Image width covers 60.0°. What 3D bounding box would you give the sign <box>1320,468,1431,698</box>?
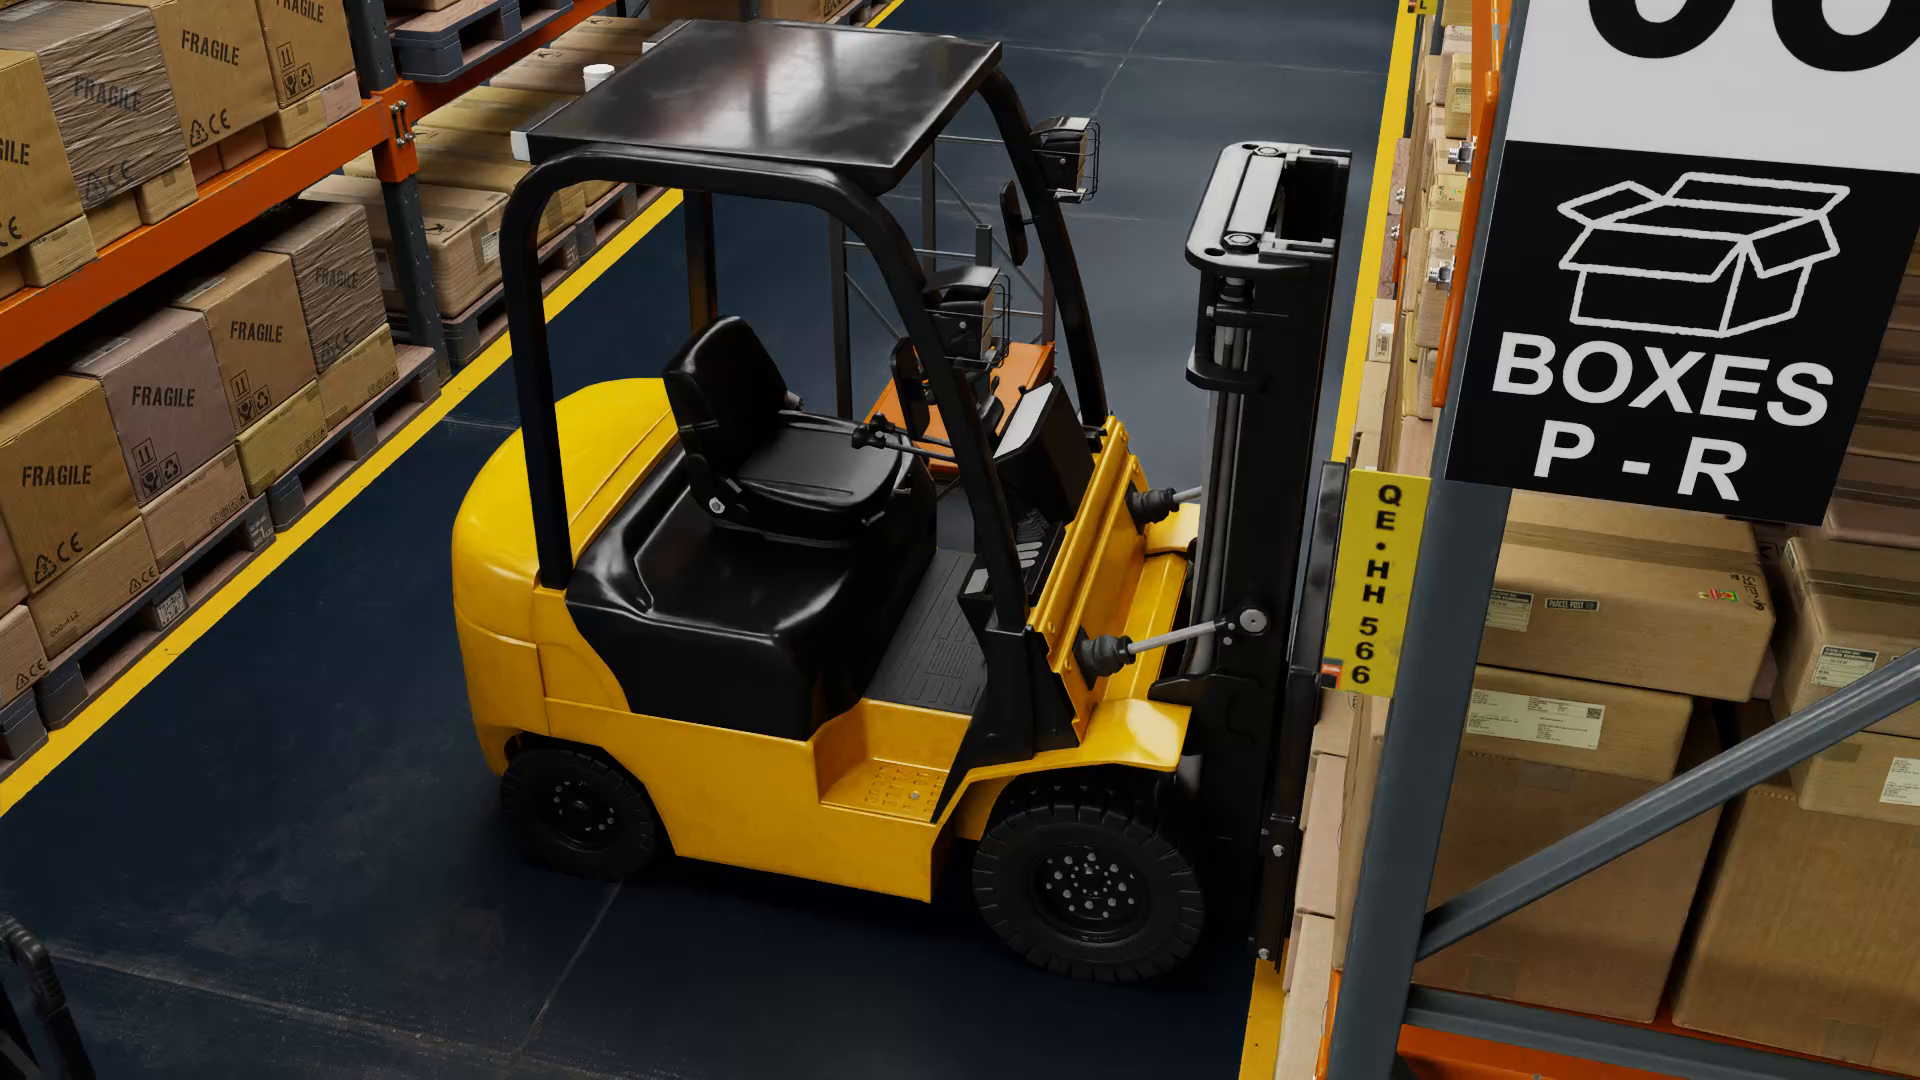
[{"bbox_3d":[0.515,0.059,2.061,0.100,0.325,0.005,8,33,12],"label":"sign"}]

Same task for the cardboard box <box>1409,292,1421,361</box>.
[{"bbox_3d":[1.155,-0.474,3.502,0.380,0.149,0.250,8,33,13],"label":"cardboard box"}]

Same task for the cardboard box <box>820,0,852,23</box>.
[{"bbox_3d":[-1.250,-4.186,11.628,0.875,0.875,0.875,8,33,13],"label":"cardboard box"}]

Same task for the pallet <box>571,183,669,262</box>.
[{"bbox_3d":[-2.247,-1.883,9.015,1.003,0.211,1.213,8,33,12],"label":"pallet"}]

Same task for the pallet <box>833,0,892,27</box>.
[{"bbox_3d":[-1.151,-3.949,12.266,1.003,0.211,1.213,8,33,12],"label":"pallet"}]

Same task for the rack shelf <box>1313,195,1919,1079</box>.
[{"bbox_3d":[1.544,-0.005,4.133,1.077,0.370,4.000,8,33,12],"label":"rack shelf"}]

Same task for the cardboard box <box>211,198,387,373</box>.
[{"bbox_3d":[-2.642,-1.010,6.516,0.500,0.500,0.500,8,33,12],"label":"cardboard box"}]

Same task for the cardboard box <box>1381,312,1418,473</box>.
[{"bbox_3d":[1.177,-0.138,3.578,0.500,0.500,0.500,7,33,11],"label":"cardboard box"}]

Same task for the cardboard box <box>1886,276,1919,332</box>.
[{"bbox_3d":[1.600,-0.394,3.099,0.380,0.149,0.250,9,34,14],"label":"cardboard box"}]

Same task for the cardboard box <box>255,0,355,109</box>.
[{"bbox_3d":[-2.623,-1.924,6.110,0.500,0.500,0.500,7,33,11],"label":"cardboard box"}]

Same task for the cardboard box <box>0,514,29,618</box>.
[{"bbox_3d":[-3.160,0.057,4.838,0.500,0.500,0.500,7,33,11],"label":"cardboard box"}]

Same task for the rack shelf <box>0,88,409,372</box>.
[{"bbox_3d":[-3.259,-0.679,5.193,1.077,0.370,4.000,8,33,12],"label":"rack shelf"}]

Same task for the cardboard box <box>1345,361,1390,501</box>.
[{"bbox_3d":[1.485,-0.313,5.186,0.500,0.250,0.500,8,33,12],"label":"cardboard box"}]

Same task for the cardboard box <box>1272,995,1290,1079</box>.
[{"bbox_3d":[0.857,1.206,3.263,0.500,0.250,0.500,8,33,12],"label":"cardboard box"}]

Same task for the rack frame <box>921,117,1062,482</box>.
[{"bbox_3d":[0.107,-0.852,6.193,0.500,1.500,0.032,8,33,12],"label":"rack frame"}]

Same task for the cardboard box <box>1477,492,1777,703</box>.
[{"bbox_3d":[0.923,0.073,2.364,0.380,0.149,0.250,8,33,12],"label":"cardboard box"}]

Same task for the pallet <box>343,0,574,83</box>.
[{"bbox_3d":[-2.416,-2.316,7.277,1.003,0.211,1.213,8,33,12],"label":"pallet"}]

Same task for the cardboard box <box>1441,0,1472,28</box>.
[{"bbox_3d":[1.683,-1.663,5.095,0.380,0.149,0.250,9,33,13],"label":"cardboard box"}]

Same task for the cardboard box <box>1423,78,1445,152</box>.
[{"bbox_3d":[1.478,-1.142,4.552,0.380,0.149,0.250,9,33,13],"label":"cardboard box"}]

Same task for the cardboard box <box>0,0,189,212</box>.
[{"bbox_3d":[-2.874,-1.386,5.264,0.500,0.500,0.500,9,34,14],"label":"cardboard box"}]

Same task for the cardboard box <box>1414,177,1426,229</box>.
[{"bbox_3d":[1.442,-0.659,4.397,0.500,0.500,0.500,8,33,12],"label":"cardboard box"}]

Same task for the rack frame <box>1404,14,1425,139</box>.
[{"bbox_3d":[3.066,-3.422,8.838,1.000,3.000,0.127,8,33,12],"label":"rack frame"}]

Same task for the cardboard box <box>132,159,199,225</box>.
[{"bbox_3d":[-2.792,-1.179,5.542,0.380,0.149,0.250,8,33,12],"label":"cardboard box"}]

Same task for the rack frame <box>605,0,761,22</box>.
[{"bbox_3d":[-1.736,-4.096,9.898,1.000,3.000,0.127,8,33,12],"label":"rack frame"}]

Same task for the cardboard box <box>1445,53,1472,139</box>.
[{"bbox_3d":[1.444,-1.124,4.246,0.380,0.149,0.250,8,33,12],"label":"cardboard box"}]

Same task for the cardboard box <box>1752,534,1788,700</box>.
[{"bbox_3d":[1.374,0.136,2.543,0.380,0.149,0.250,8,33,12],"label":"cardboard box"}]

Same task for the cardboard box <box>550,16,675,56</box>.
[{"bbox_3d":[-1.889,-2.873,10.031,0.950,0.372,0.625,6,33,9],"label":"cardboard box"}]

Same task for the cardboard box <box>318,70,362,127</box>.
[{"bbox_3d":[-2.538,-1.706,6.372,0.380,0.149,0.250,8,33,12],"label":"cardboard box"}]

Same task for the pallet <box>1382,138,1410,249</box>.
[{"bbox_3d":[2.820,-1.824,8.922,1.003,0.211,1.213,8,33,12],"label":"pallet"}]

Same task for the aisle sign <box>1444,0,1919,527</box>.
[{"bbox_3d":[0.735,-0.374,1.619,0.394,0.787,0.004,8,33,12],"label":"aisle sign"}]

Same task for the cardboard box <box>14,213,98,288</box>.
[{"bbox_3d":[-2.916,-0.911,5.122,0.380,0.149,0.250,8,33,13],"label":"cardboard box"}]

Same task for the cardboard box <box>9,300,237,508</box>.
[{"bbox_3d":[-2.897,-0.481,5.684,0.500,0.500,0.500,10,34,15],"label":"cardboard box"}]

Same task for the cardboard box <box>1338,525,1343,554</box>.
[{"bbox_3d":[1.229,0.218,4.351,0.500,0.250,0.500,7,33,11],"label":"cardboard box"}]

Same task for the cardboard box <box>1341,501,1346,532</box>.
[{"bbox_3d":[1.494,0.108,5.456,0.500,0.250,0.500,7,33,11],"label":"cardboard box"}]

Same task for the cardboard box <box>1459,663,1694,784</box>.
[{"bbox_3d":[0.853,0.195,2.450,0.380,0.149,0.250,8,33,13],"label":"cardboard box"}]

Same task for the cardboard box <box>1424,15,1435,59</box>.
[{"bbox_3d":[1.929,-1.784,5.934,0.500,0.250,0.500,7,33,11],"label":"cardboard box"}]

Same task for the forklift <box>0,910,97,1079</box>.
[{"bbox_3d":[-2.047,0.670,2.465,3.031,2.935,1.130,24,39,32],"label":"forklift"}]

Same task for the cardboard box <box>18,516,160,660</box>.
[{"bbox_3d":[-3.031,0.109,5.455,0.500,0.250,0.500,10,34,16],"label":"cardboard box"}]

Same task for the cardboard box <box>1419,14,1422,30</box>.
[{"bbox_3d":[3.347,-3.596,11.049,0.500,0.500,0.500,7,33,11],"label":"cardboard box"}]

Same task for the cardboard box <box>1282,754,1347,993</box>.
[{"bbox_3d":[0.975,0.743,3.525,0.500,0.250,0.500,9,33,13],"label":"cardboard box"}]

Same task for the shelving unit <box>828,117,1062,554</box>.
[{"bbox_3d":[-0.019,-0.593,5.785,0.587,1.500,1.083,8,33,12],"label":"shelving unit"}]

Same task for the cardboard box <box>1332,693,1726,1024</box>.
[{"bbox_3d":[0.907,0.396,2.738,0.500,0.500,0.500,7,33,11],"label":"cardboard box"}]

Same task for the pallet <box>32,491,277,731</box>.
[{"bbox_3d":[-3.195,0.145,5.826,1.003,0.211,1.213,8,33,12],"label":"pallet"}]

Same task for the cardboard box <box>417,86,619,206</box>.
[{"bbox_3d":[-2.266,-2.096,8.809,0.950,0.372,0.625,9,34,14],"label":"cardboard box"}]

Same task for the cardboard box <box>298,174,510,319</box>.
[{"bbox_3d":[-2.620,-1.361,7.653,0.950,0.372,0.625,8,33,13],"label":"cardboard box"}]

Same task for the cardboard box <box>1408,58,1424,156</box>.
[{"bbox_3d":[1.926,-1.581,6.080,0.500,0.250,0.500,9,33,13],"label":"cardboard box"}]

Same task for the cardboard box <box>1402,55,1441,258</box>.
[{"bbox_3d":[1.686,-1.194,5.239,0.500,0.500,0.500,7,33,11],"label":"cardboard box"}]

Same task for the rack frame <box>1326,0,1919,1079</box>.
[{"bbox_3d":[1.033,0.729,2.308,0.949,2.616,0.053,8,33,12],"label":"rack frame"}]

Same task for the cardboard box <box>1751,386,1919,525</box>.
[{"bbox_3d":[1.480,-0.128,2.680,0.380,0.149,0.250,9,33,13],"label":"cardboard box"}]

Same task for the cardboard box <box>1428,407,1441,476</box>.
[{"bbox_3d":[0.996,-0.199,2.792,0.380,0.149,0.250,9,33,13],"label":"cardboard box"}]

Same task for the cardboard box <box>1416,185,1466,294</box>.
[{"bbox_3d":[1.150,-0.603,3.428,0.380,0.149,0.250,9,33,13],"label":"cardboard box"}]

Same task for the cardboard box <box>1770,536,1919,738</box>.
[{"bbox_3d":[1.328,0.142,2.255,0.380,0.149,0.250,7,33,11],"label":"cardboard box"}]

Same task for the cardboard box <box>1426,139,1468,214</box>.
[{"bbox_3d":[1.363,-0.873,4.129,0.380,0.149,0.250,7,33,11],"label":"cardboard box"}]

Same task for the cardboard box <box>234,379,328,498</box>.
[{"bbox_3d":[-2.766,-0.416,6.281,0.500,0.250,0.500,7,33,11],"label":"cardboard box"}]

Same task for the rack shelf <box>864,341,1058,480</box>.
[{"bbox_3d":[-0.022,-0.437,5.875,0.538,0.185,1.000,8,33,12],"label":"rack shelf"}]

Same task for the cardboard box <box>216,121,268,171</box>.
[{"bbox_3d":[-2.736,-1.451,5.971,0.380,0.149,0.250,8,33,13],"label":"cardboard box"}]
